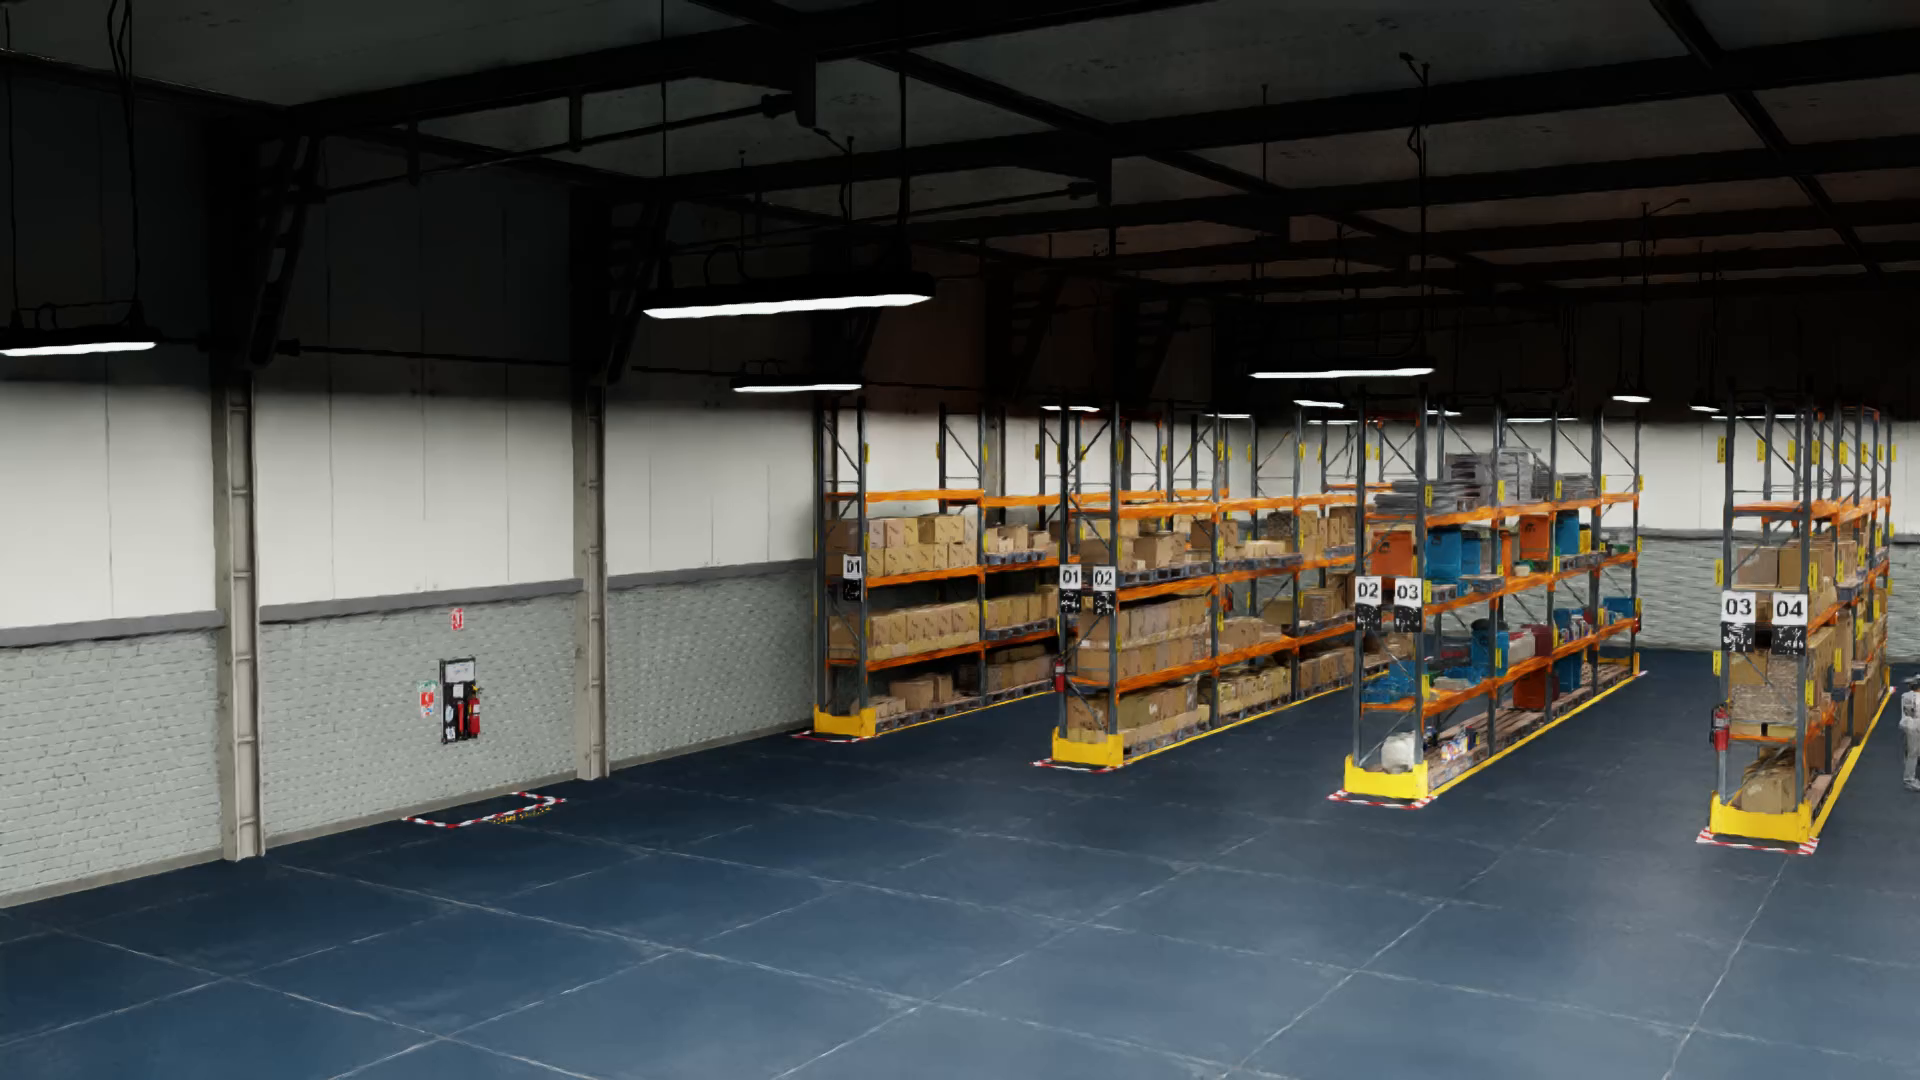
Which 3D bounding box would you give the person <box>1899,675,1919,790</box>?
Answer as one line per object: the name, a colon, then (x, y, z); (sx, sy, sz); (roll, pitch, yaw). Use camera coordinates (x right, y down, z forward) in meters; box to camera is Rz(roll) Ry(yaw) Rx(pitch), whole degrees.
person: (14.234, 2.852, 24.770); (0.416, 1.677, 0.537); (0, 3, 2)
